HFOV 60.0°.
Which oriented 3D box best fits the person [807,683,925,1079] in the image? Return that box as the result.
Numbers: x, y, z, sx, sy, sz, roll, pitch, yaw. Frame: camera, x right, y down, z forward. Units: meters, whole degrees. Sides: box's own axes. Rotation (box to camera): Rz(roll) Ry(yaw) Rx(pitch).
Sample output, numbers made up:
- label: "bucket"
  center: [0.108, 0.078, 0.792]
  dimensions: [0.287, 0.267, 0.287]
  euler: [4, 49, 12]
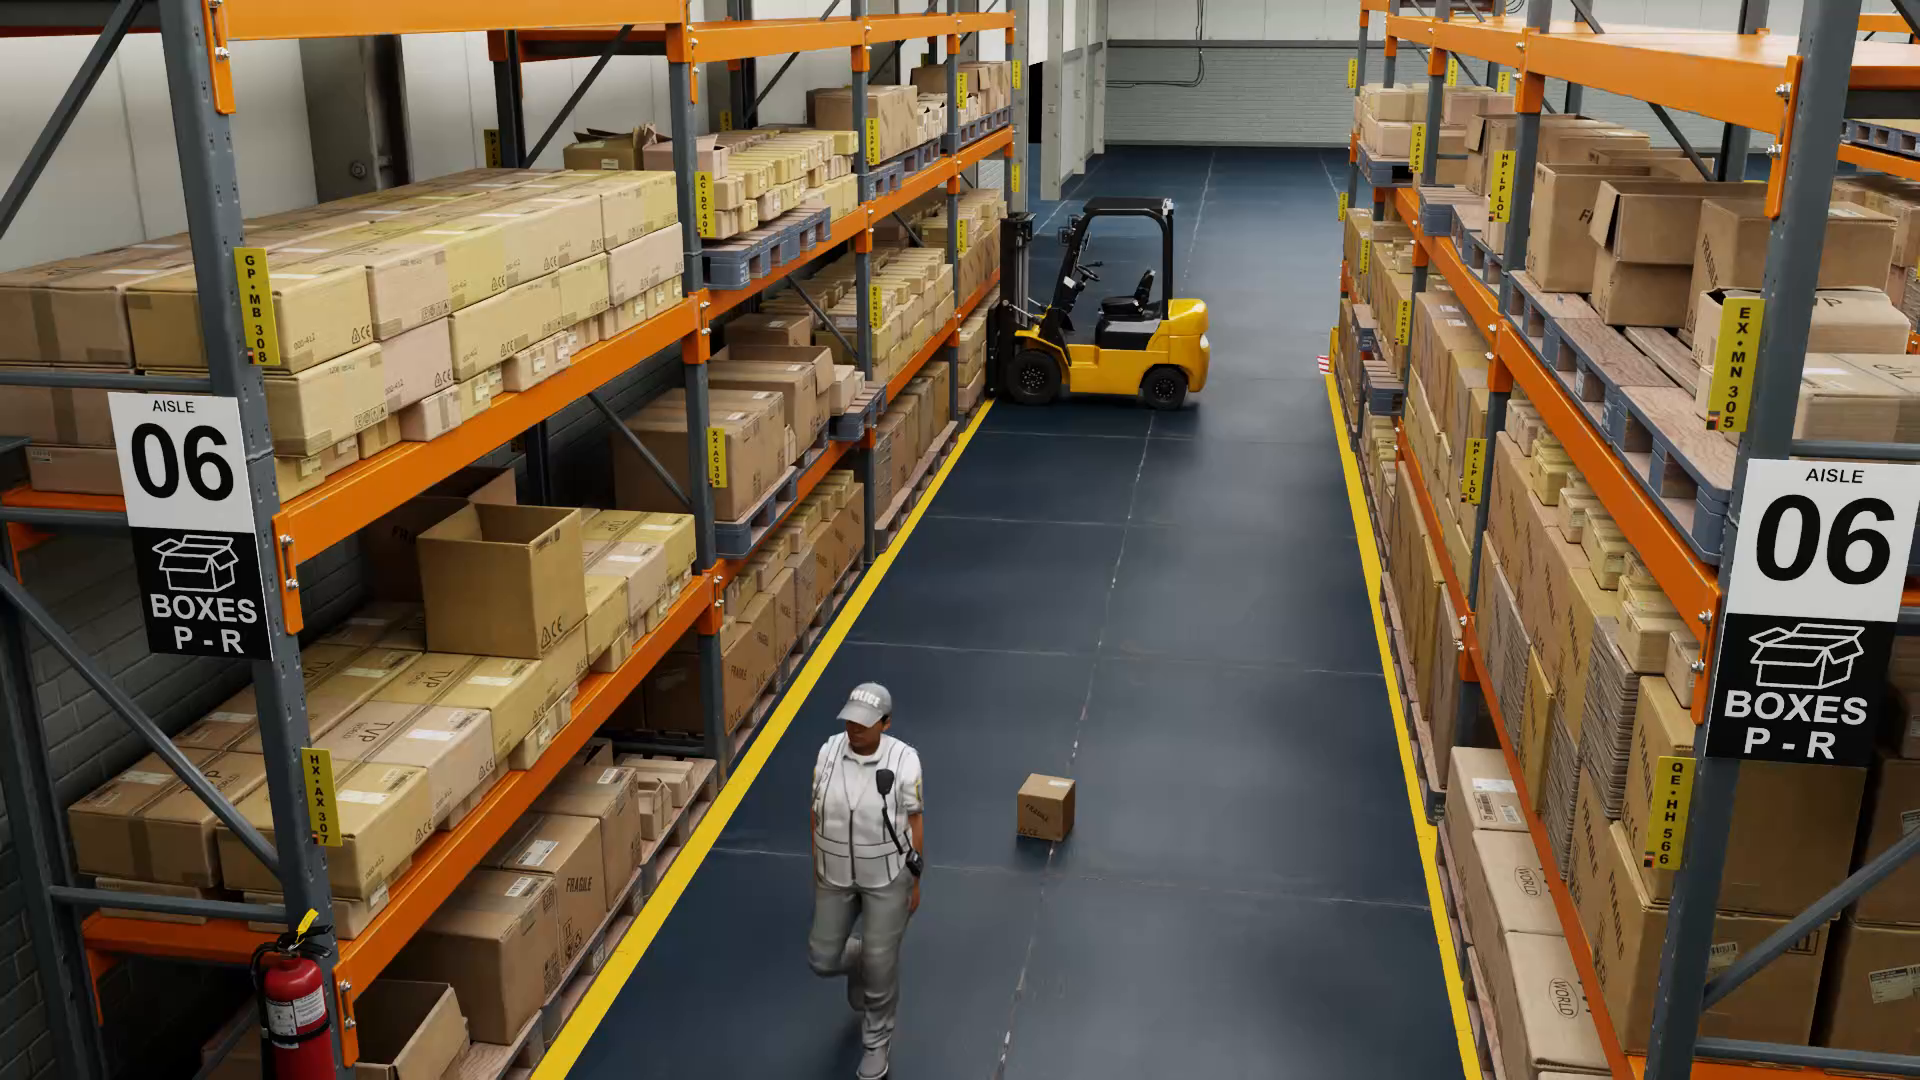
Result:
- label: "person"
  center: [-0.378, 1.351, 6.838]
  dimensions: [0.488, 1.647, 0.608]
  euler: [4, 19, 13]
